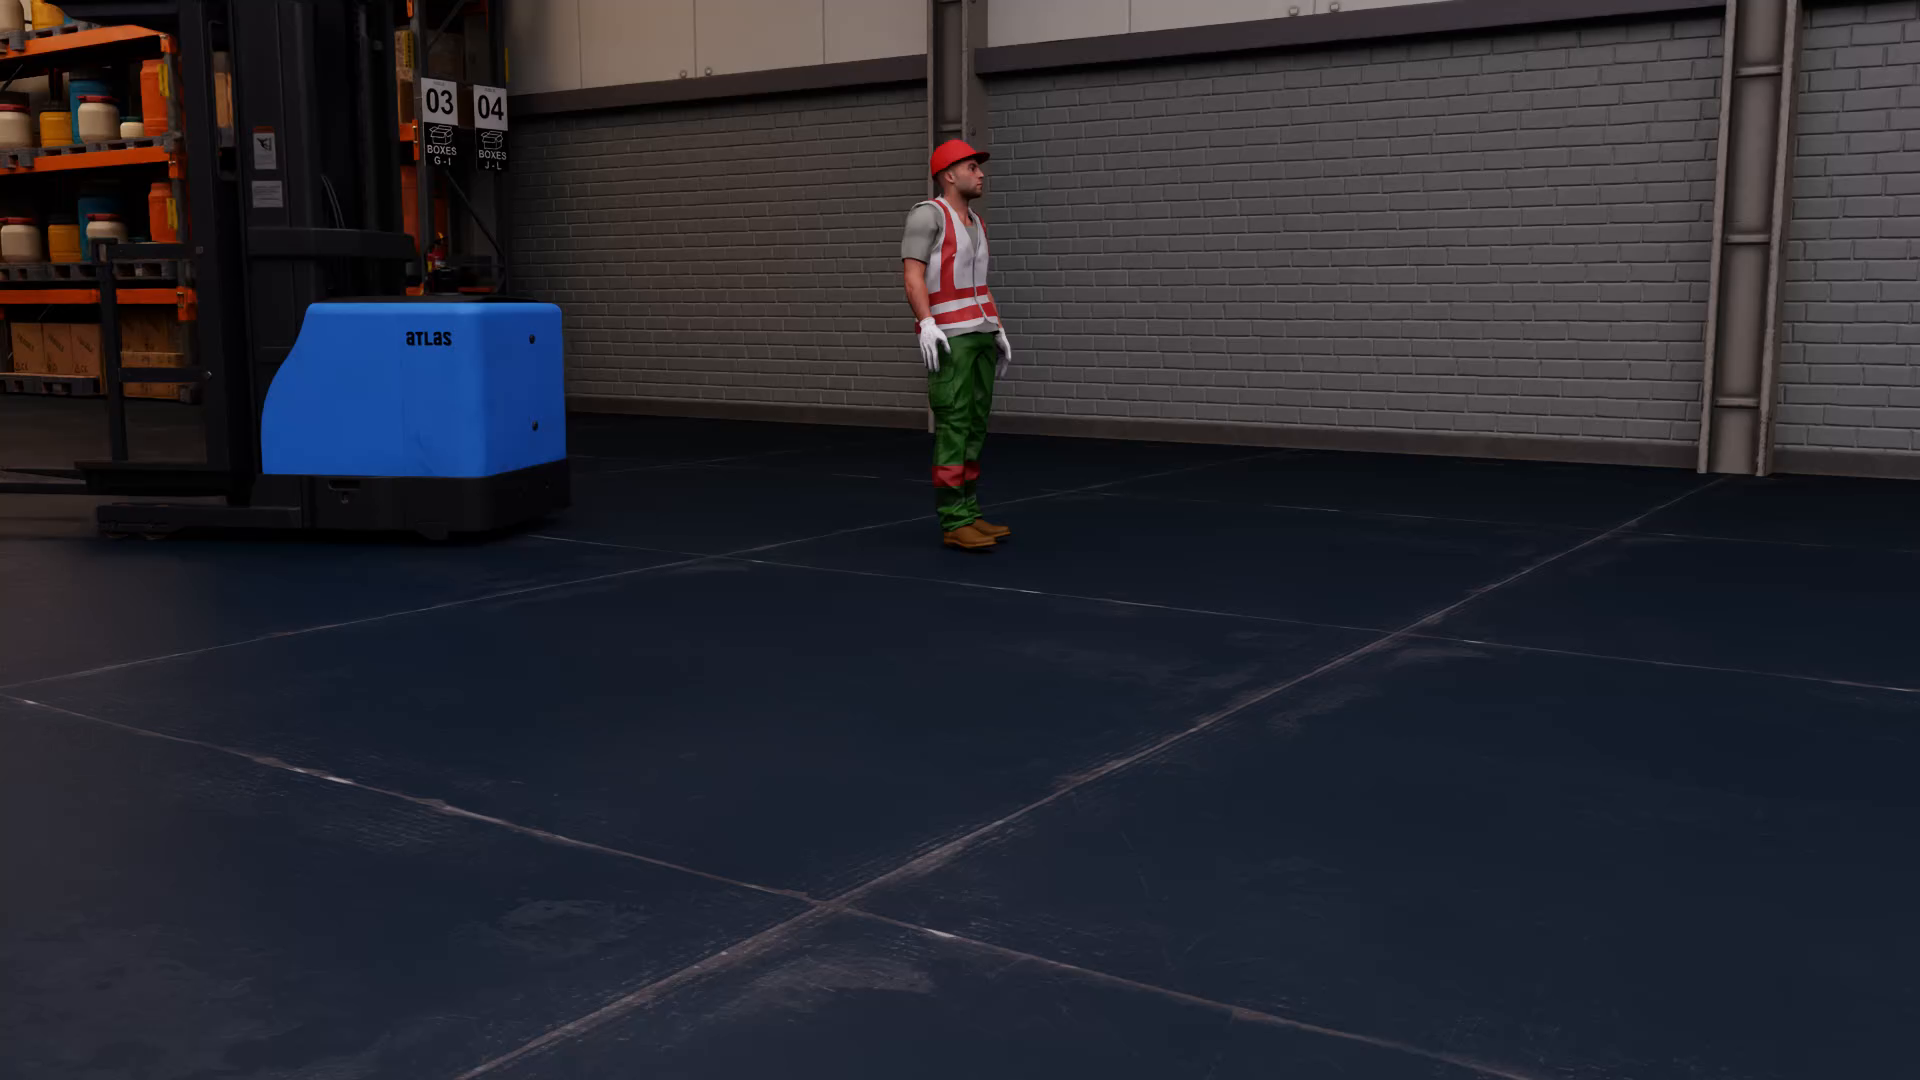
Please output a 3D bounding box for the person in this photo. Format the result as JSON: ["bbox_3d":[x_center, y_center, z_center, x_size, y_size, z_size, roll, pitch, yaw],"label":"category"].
[{"bbox_3d":[0.059,-0.885,7.422,0.564,1.787,0.637,5,10,34],"label":"person"}]

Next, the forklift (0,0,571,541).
[{"bbox_3d":[-3.498,-1.521,7.889,3.031,2.935,1.130,1,8,9],"label":"forklift"}]
